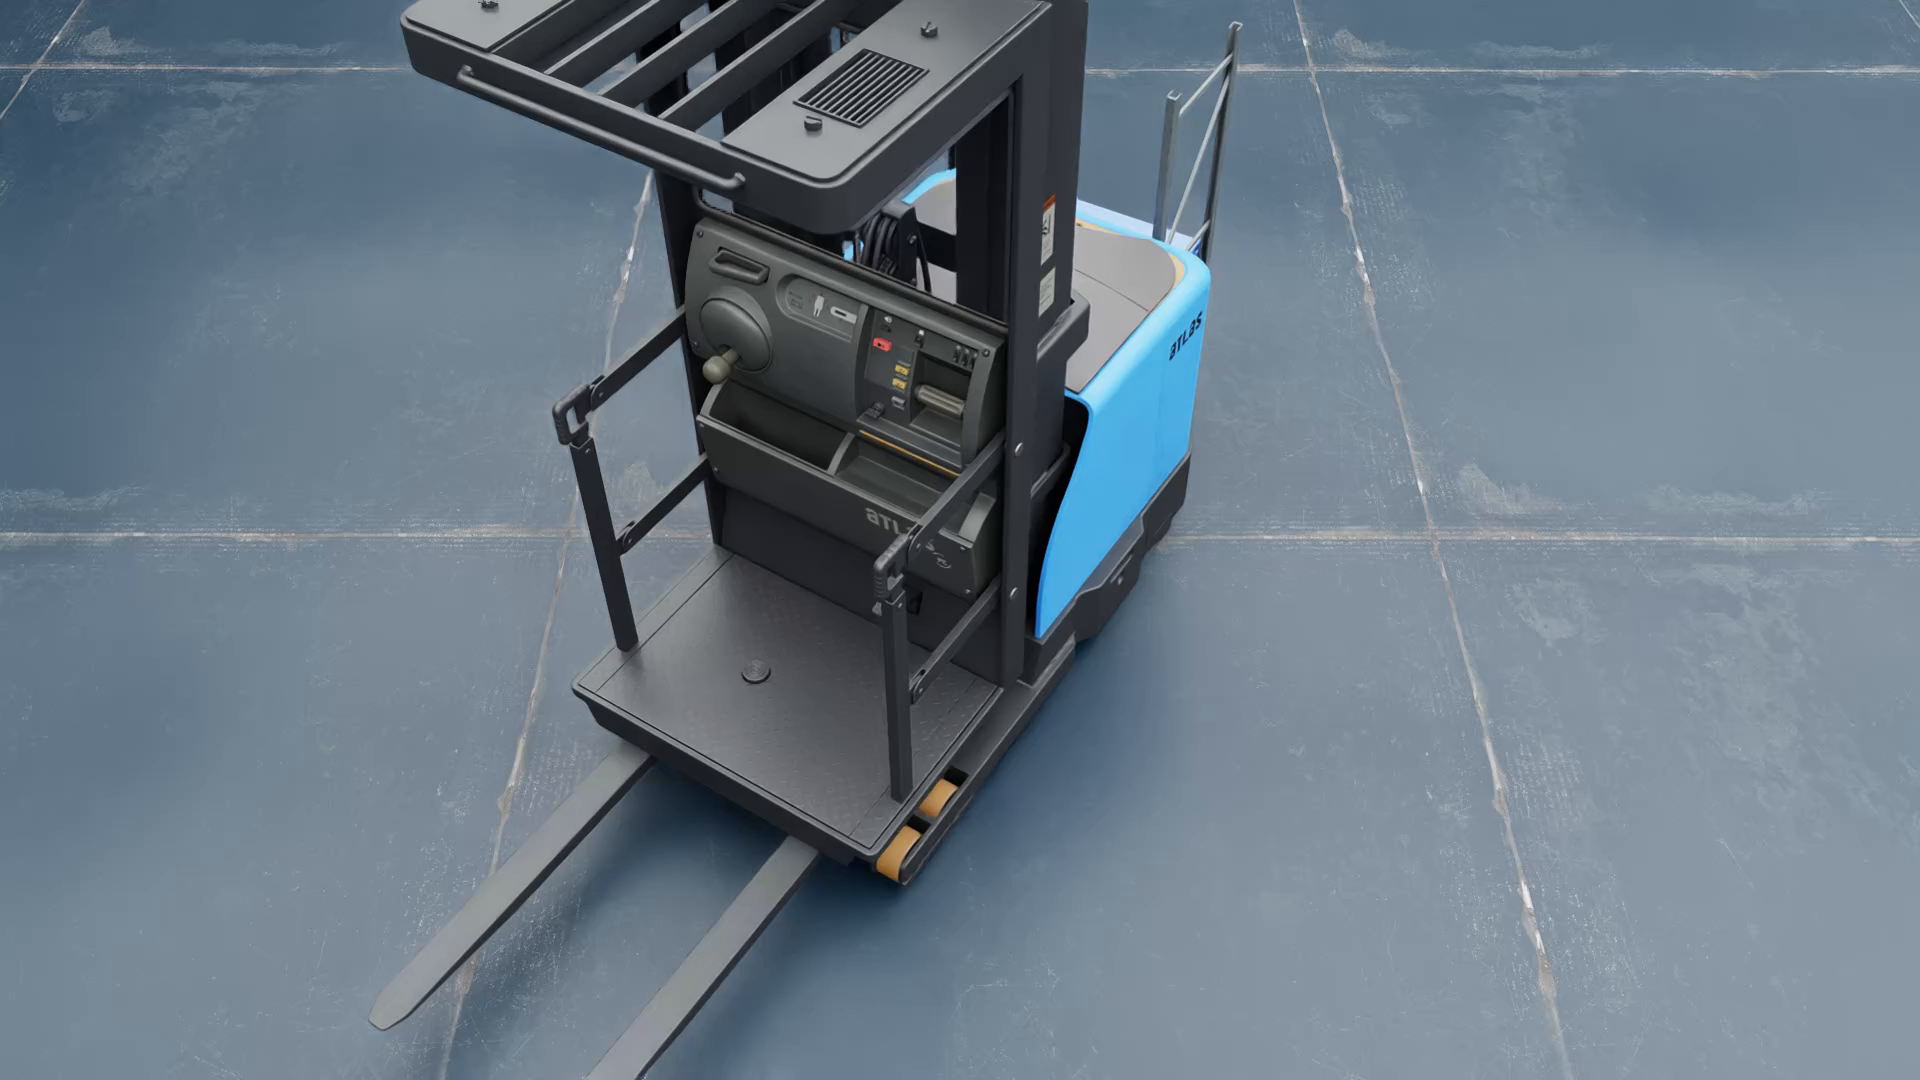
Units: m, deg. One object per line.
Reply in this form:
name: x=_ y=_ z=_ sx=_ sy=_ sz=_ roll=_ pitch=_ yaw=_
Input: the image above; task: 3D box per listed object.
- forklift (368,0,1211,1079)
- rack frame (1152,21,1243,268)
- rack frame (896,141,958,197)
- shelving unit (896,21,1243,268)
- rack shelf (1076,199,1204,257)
forklift: x=-0.434 y=-0.408 z=4.128 sx=1.130 sy=2.935 sz=3.031 roll=25 pitch=52 yaw=22
rack frame: x=0.748 y=-0.952 z=5.611 sx=0.032 sy=1.500 sz=0.500 roll=23 pitch=51 yaw=20
rack frame: x=-0.132 y=-1.324 z=5.957 sx=0.032 sy=1.500 sz=0.500 roll=23 pitch=51 yaw=20
shelving unit: x=0.308 y=-1.138 z=5.784 sx=1.048 sy=1.500 sz=0.538 roll=23 pitch=51 yaw=20
rack shelf: x=0.308 y=-1.015 z=5.916 sx=1.000 sy=0.185 sz=0.538 roll=23 pitch=51 yaw=20
